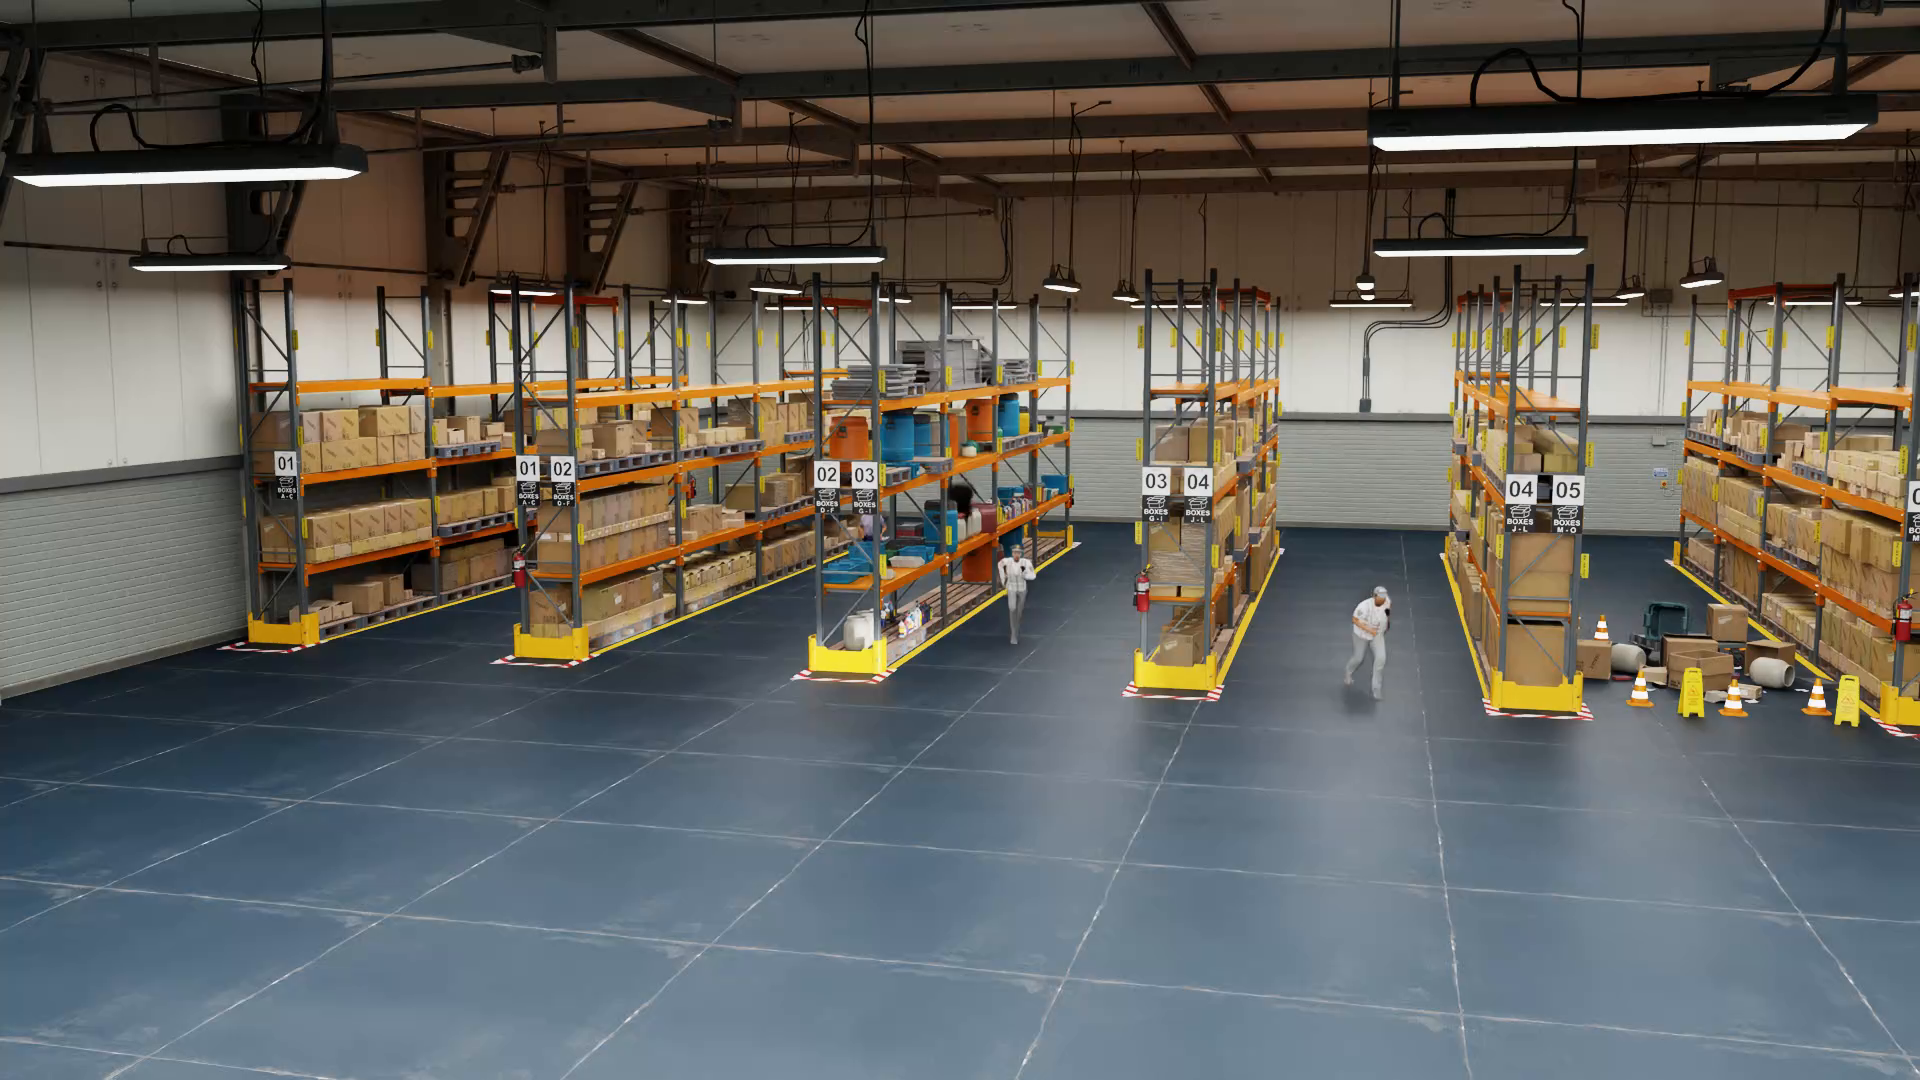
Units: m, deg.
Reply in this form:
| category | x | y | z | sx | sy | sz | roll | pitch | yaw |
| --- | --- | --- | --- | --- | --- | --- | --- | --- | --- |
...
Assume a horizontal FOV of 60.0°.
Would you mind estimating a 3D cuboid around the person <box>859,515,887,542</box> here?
| category | x | y | z | sx | sy | sz | roll | pitch | yaw |
| --- | --- | --- | --- | --- | --- | --- | --- | --- | --- |
| person | -1.847 | 0.020 | 34.979 | 0.595 | 1.601 | 0.512 | 1 | 7 | 5 |

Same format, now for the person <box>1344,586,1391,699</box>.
| category | x | y | z | sx | sy | sz | roll | pitch | yaw |
| --- | --- | --- | --- | --- | --- | --- | --- | --- | --- |
| person | 5.805 | 1.415 | 23.680 | 0.648 | 1.627 | 1.037 | -2 | 7 | -17 |

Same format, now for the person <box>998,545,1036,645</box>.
| category | x | y | z | sx | sy | sz | roll | pitch | yaw |
| --- | --- | --- | --- | --- | --- | --- | --- | --- | --- |
| person | 0.944 | 0.872 | 27.702 | 0.605 | 1.677 | 0.889 | 0 | 7 | -4 |
